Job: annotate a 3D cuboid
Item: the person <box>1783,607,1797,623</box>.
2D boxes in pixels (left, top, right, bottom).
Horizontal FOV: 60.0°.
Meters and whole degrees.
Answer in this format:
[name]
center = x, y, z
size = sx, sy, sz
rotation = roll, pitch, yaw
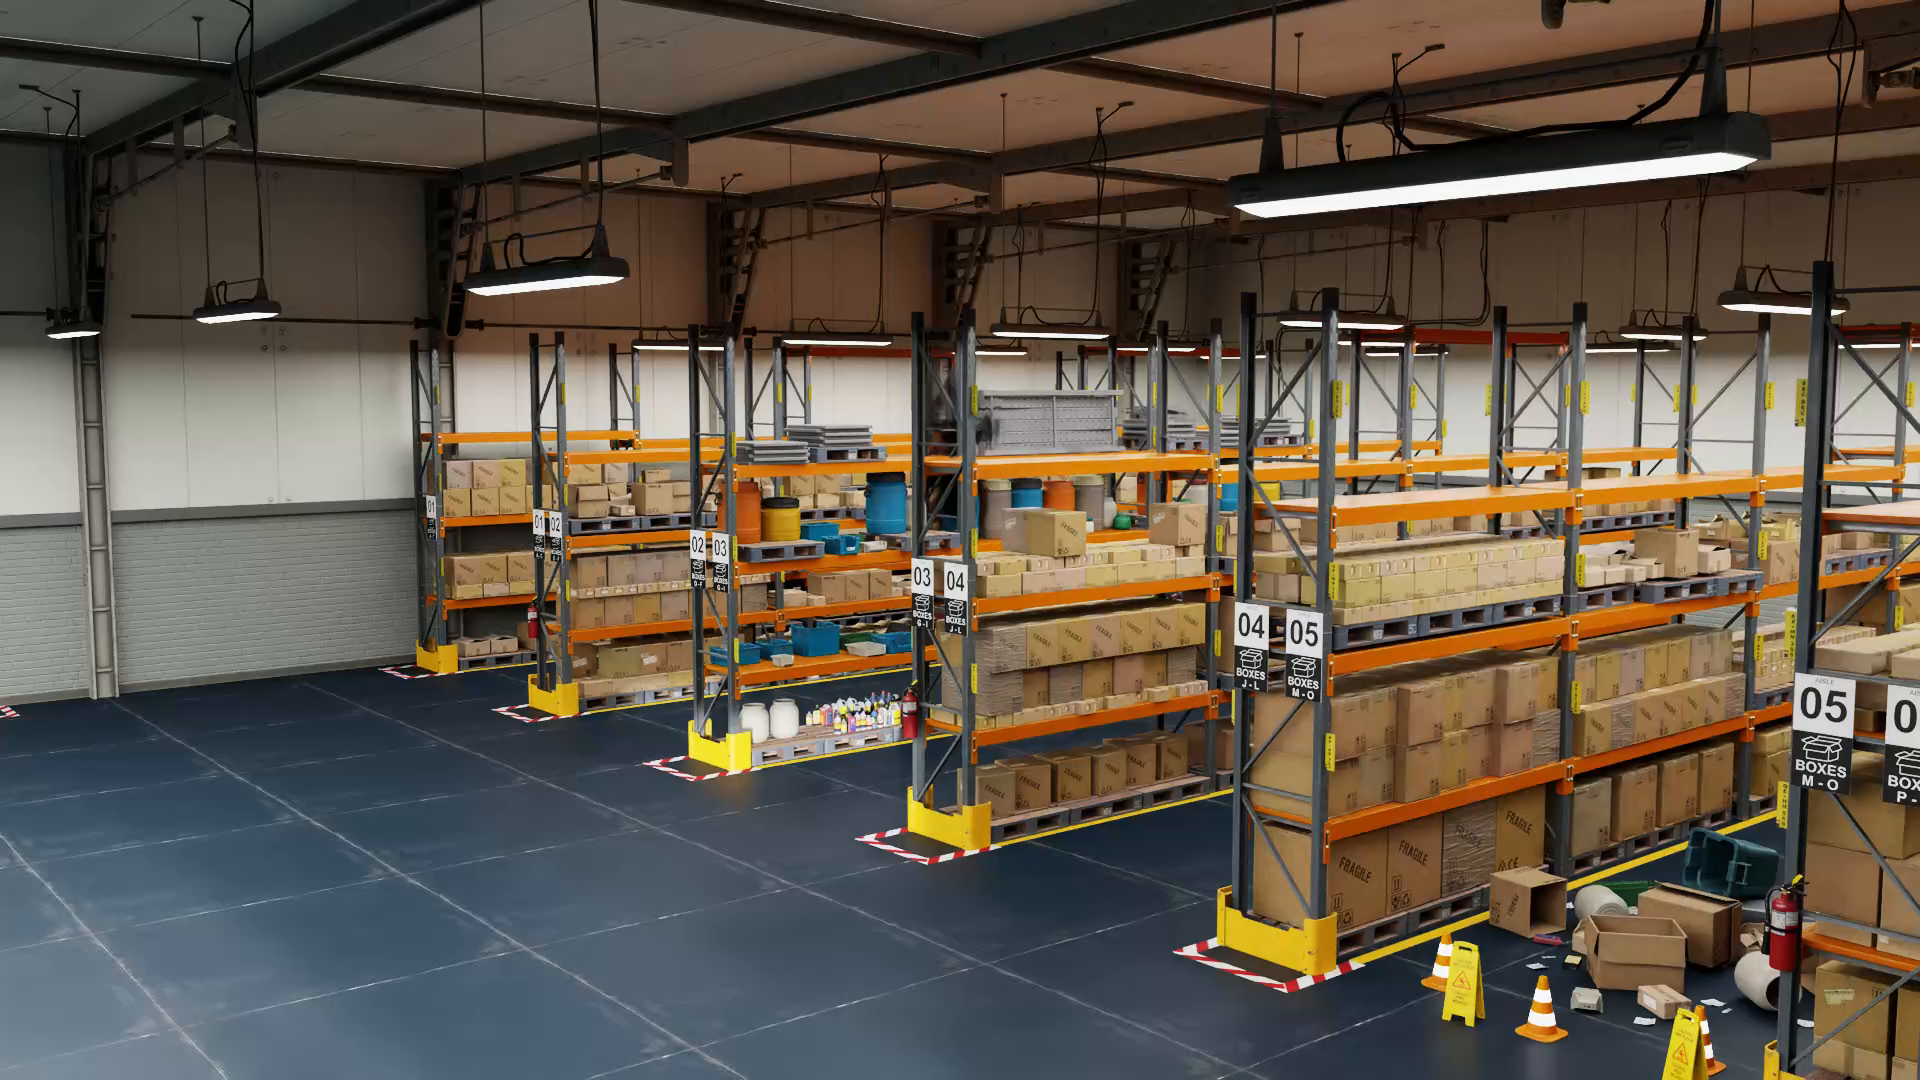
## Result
[person]
center = 12.714, 1.924, 25.509
size = 0.801, 1.826, 0.672
rotation = -4, 7, -35
